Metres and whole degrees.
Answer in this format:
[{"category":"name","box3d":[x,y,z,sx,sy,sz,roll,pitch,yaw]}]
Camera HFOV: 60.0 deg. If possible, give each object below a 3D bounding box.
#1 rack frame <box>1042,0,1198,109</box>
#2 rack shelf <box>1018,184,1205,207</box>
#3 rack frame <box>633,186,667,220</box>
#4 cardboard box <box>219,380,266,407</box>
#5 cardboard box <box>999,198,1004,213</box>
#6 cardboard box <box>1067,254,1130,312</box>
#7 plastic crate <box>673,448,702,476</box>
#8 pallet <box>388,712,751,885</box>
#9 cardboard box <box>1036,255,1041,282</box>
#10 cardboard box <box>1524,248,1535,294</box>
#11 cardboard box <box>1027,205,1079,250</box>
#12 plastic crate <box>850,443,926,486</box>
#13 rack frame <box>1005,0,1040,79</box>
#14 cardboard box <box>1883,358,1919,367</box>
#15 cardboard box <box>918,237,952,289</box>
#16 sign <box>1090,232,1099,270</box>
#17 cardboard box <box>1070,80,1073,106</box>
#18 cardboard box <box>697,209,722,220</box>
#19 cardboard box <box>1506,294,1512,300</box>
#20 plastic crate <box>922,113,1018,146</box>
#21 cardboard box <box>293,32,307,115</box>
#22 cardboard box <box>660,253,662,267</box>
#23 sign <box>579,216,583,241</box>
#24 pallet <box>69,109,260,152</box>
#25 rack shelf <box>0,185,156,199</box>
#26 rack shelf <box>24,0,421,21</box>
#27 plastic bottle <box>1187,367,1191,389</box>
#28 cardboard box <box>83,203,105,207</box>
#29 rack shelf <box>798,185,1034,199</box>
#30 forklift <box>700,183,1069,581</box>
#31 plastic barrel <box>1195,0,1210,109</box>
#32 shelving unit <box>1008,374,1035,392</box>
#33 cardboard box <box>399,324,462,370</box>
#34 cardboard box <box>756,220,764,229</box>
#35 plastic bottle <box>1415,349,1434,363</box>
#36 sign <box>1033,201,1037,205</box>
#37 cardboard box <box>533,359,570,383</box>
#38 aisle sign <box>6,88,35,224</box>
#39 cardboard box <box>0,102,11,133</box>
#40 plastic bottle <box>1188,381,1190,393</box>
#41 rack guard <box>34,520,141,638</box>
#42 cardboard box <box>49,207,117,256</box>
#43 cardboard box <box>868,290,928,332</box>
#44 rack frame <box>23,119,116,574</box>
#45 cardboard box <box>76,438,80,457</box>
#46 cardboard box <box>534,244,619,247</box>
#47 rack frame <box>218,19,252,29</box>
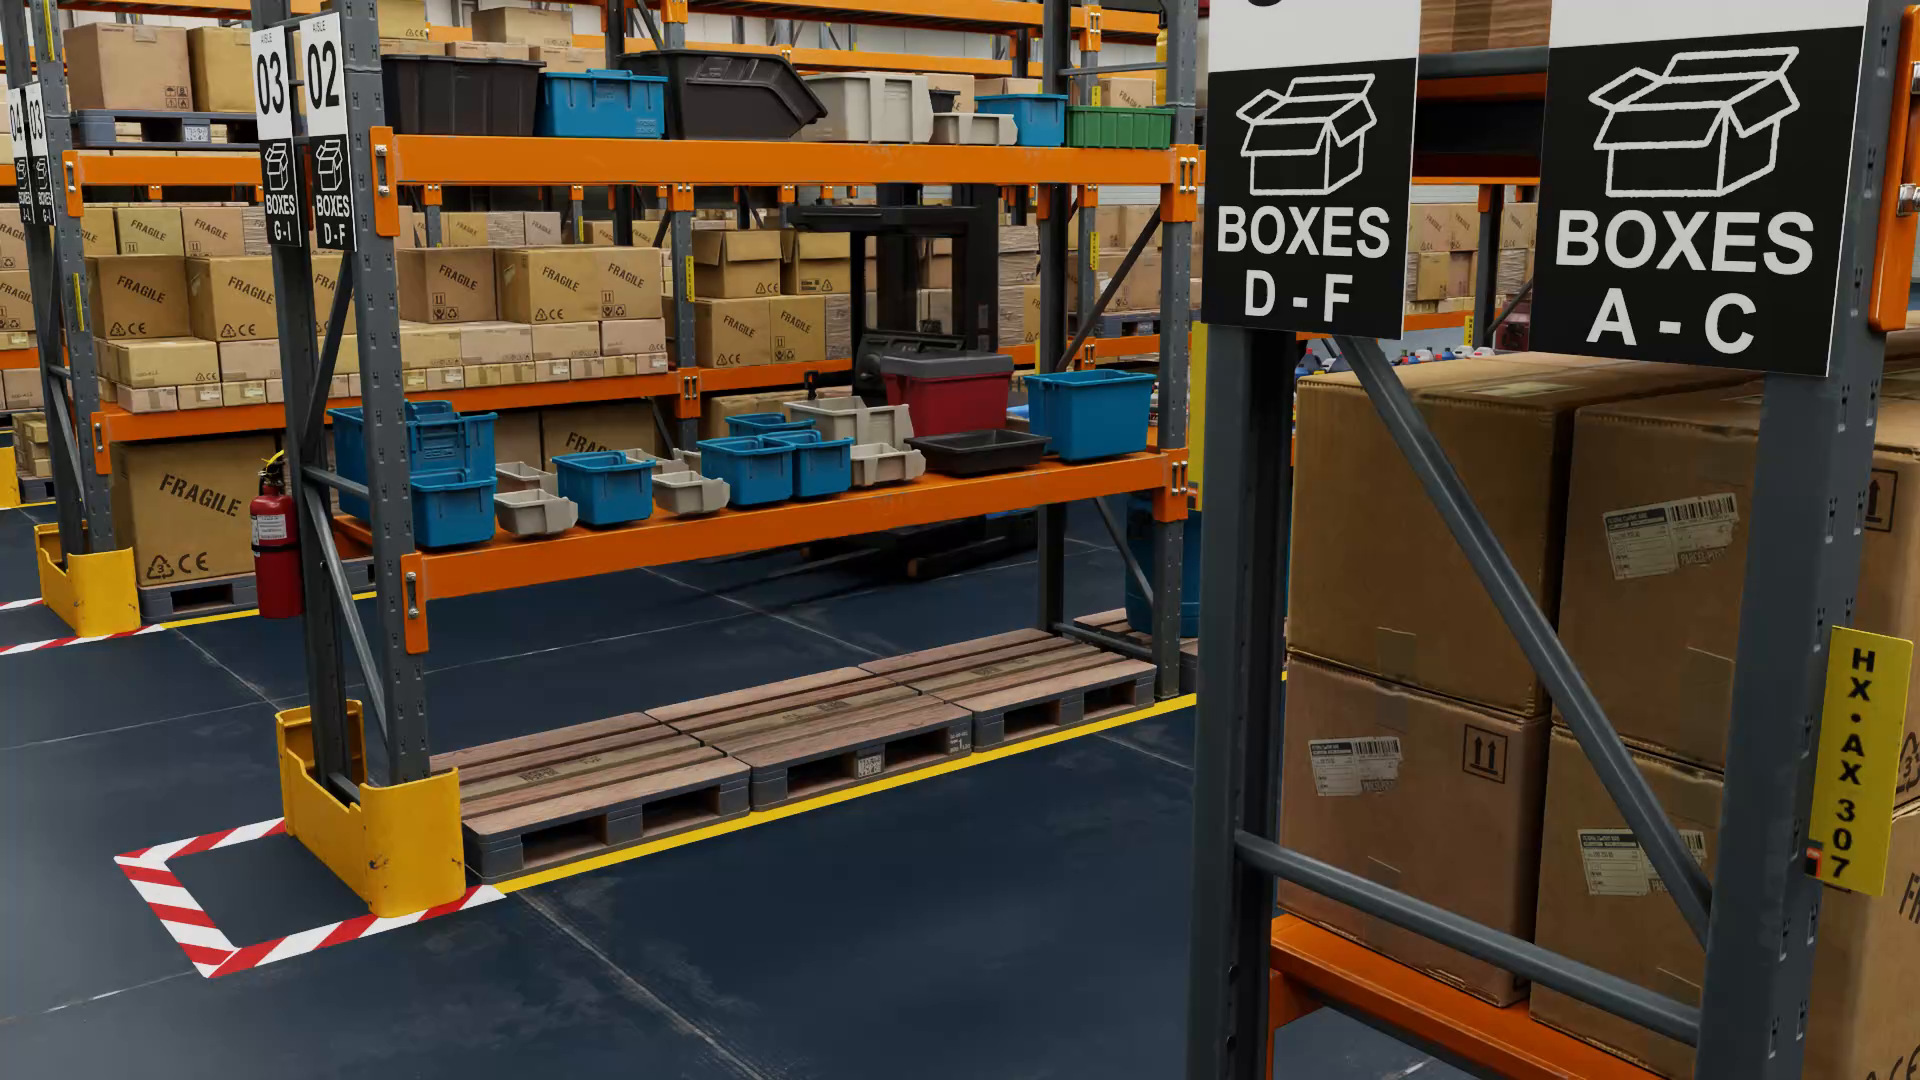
[{"category":"rack frame","box3d":[0.792,-3.650,8.154,0.127,3.000,1.000,-9,15,-38]},{"category":"rack shelf","box3d":[2.383,-3.413,15.990,4.000,0.370,1.077,-9,15,-38]},{"category":"rack frame","box3d":[-5.350,-4.969,28.808,0.127,3.000,1.000,-9,15,-38]},{"category":"cardboard box","box3d":[-4.543,-0.936,10.422,0.250,0.149,0.380,-10,16,-39]},{"category":"cardboard box","box3d":[0.614,-5.265,26.839,0.500,0.500,0.700,-10,16,-39]},{"category":"cardboard box","box3d":[1.218,-2.369,15.312,0.500,0.500,0.500,11,16,43]},{"category":"plastic crate","box3d":[-1.151,-0.349,7.541,0.250,0.136,0.298,-9,15,-38]},{"category":"pallet","box3d":[-1.664,1.067,7.097,1.213,0.211,1.003,-9,15,-38]},{"category":"cardboard box","box3d":[0.684,-3.312,20.766,0.500,0.500,0.500,-10,15,-38]},{"category":"cardboard box","box3d":[6.306,-3.119,19.140,0.500,0.500,0.875,-9,15,-38]},{"category":"cardboard box","box3d":[1.234,-4.019,21.371,0.550,0.550,0.875,-9,15,-38]},{"category":"plastic crate","box3d":[-0.380,-0.341,7.505,0.466,0.136,0.293,-9,15,-38]},{"category":"rack frame","box3d":[0.925,-6.309,20.677,0.127,3.000,1.000,-9,15,-38]},{"category":"cardboard box","box3d":[2.068,-0.079,3.130,0.500,0.500,0.500,-9,15,-37]},{"category":"cardboard box","box3d":[-0.271,-2.401,14.060,0.637,0.503,0.797,-9,15,-36]},{"category":"sign","box3d":[1.170,-2.515,14.463,0.005,0.325,0.100,-9,15,-38]},{"category":"cardboard box","box3d":[1.037,-3.901,15.114,0.500,0.500,0.500,-9,15,-36]},{"category":"cardboard box","box3d":[-3.619,-4.720,24.107,0.250,0.149,0.380,-8,15,-35]},{"category":"cardboard box","box3d":[6.008,-2.718,18.812,0.250,0.149,0.380,-9,15,-38]},{"category":"plastic crate","box3d":[0.036,-1.827,7.425,0.466,0.136,0.293,-9,15,-38]},{"category":"cardboard box","box3d":[-4.165,-2.975,10.704,0.500,0.500,0.700,-11,16,-41]},{"category":"cardboard box","box3d":[-3.306,-2.924,17.338,0.250,0.149,0.380,-9,15,-35]},{"category":"sign","box3d":[-5.021,-4.122,22.032,0.005,0.325,0.100,-9,15,-38]},{"category":"pallet","box3d":[-4.853,-2.522,10.275,1.213,0.211,1.003,-9,15,-38]},{"category":"rack shelf","box3d":[-13.159,-4.787,22.460,4.000,0.370,1.077,-9,15,-38]},{"category":"rack shelf","box3d":[-6.884,-4.658,14.641,4.000,0.370,1.077,-9,15,-38]},{"category":"plastic bottle","box3d":[1.305,-0.864,9.594,0.185,0.351,0.144,-9,15,-38]},{"category":"cardboard box","box3d":[-9.755,-3.700,18.623,0.250,0.149,0.380,-9,15,-38]},{"category":"rack shelf","box3d":[-0.685,-5.539,26.004,4.000,0.370,1.077,-9,15,-38]},{"category":"forklift","box3d":[-0.492,-1.269,11.546,1.130,2.935,3.031,9,15,38]},{"category":"plastic barrel","box3d":[1.359,-2.482,8.538,0.433,0.535,0.433,0,12,0]},{"category":"shelving unit","box3d":[0.428,-0.698,13.029,0.258,1.200,0.189,9,15,38]},{"category":"cardboard box","box3d":[-3.682,-1.292,11.138,0.500,0.250,0.500,-10,15,-39]},{"category":"cardboard box","box3d":[-2.850,-4.403,24.172,0.500,0.500,0.500,-9,15,-37]},{"category":"plastic bottle","box3d":[3.014,-1.110,10.934,0.135,0.276,0.152,-9,15,-38]},{"category":"sign","box3d":[1.208,-5.312,26.874,0.005,0.325,0.100,-9,15,-38]},{"category":"cardboard box","box3d":[-2.938,-1.203,11.679,0.250,0.149,0.380,-9,15,-37]},{"category":"aisle sign","box3d":[-5.670,-2.311,10.031,0.004,0.787,0.394,-9,15,-38]},{"category":"cardboard box","box3d":[-7.933,-3.472,13.695,0.500,0.250,0.500,-9,15,-37]},{"category":"plastic bottle","box3d":[1.395,-0.840,9.484,0.185,0.351,0.144,-9,15,-38]},{"category":"rack guard","box3d":[-5.445,0.226,10.361,0.348,0.500,1.175,-9,15,-38]},{"category":"cardboard box","box3d":[-7.539,-2.583,14.206,0.500,0.500,0.500,-9,15,-36]},{"category":"cardboard box","box3d":[-0.604,-1.785,13.574,0.500,0.500,0.500,-9,15,-37]},{"category":"rack frame","box3d":[-5.426,-1.000,10.116,0.127,3.000,1.000,-9,15,-38]},{"category":"cardboard box","box3d":[-7.627,-0.827,14.437,0.250,0.149,0.380,-10,15,-38]},{"category":"cardboard box","box3d":[-2.836,-1.937,12.370,0.500,0.500,0.500,-9,15,-38]},{"category":"rack frame","box3d":[-8.493,-6.061,19.507,0.127,3.000,1.000,-9,15,-38]}]
